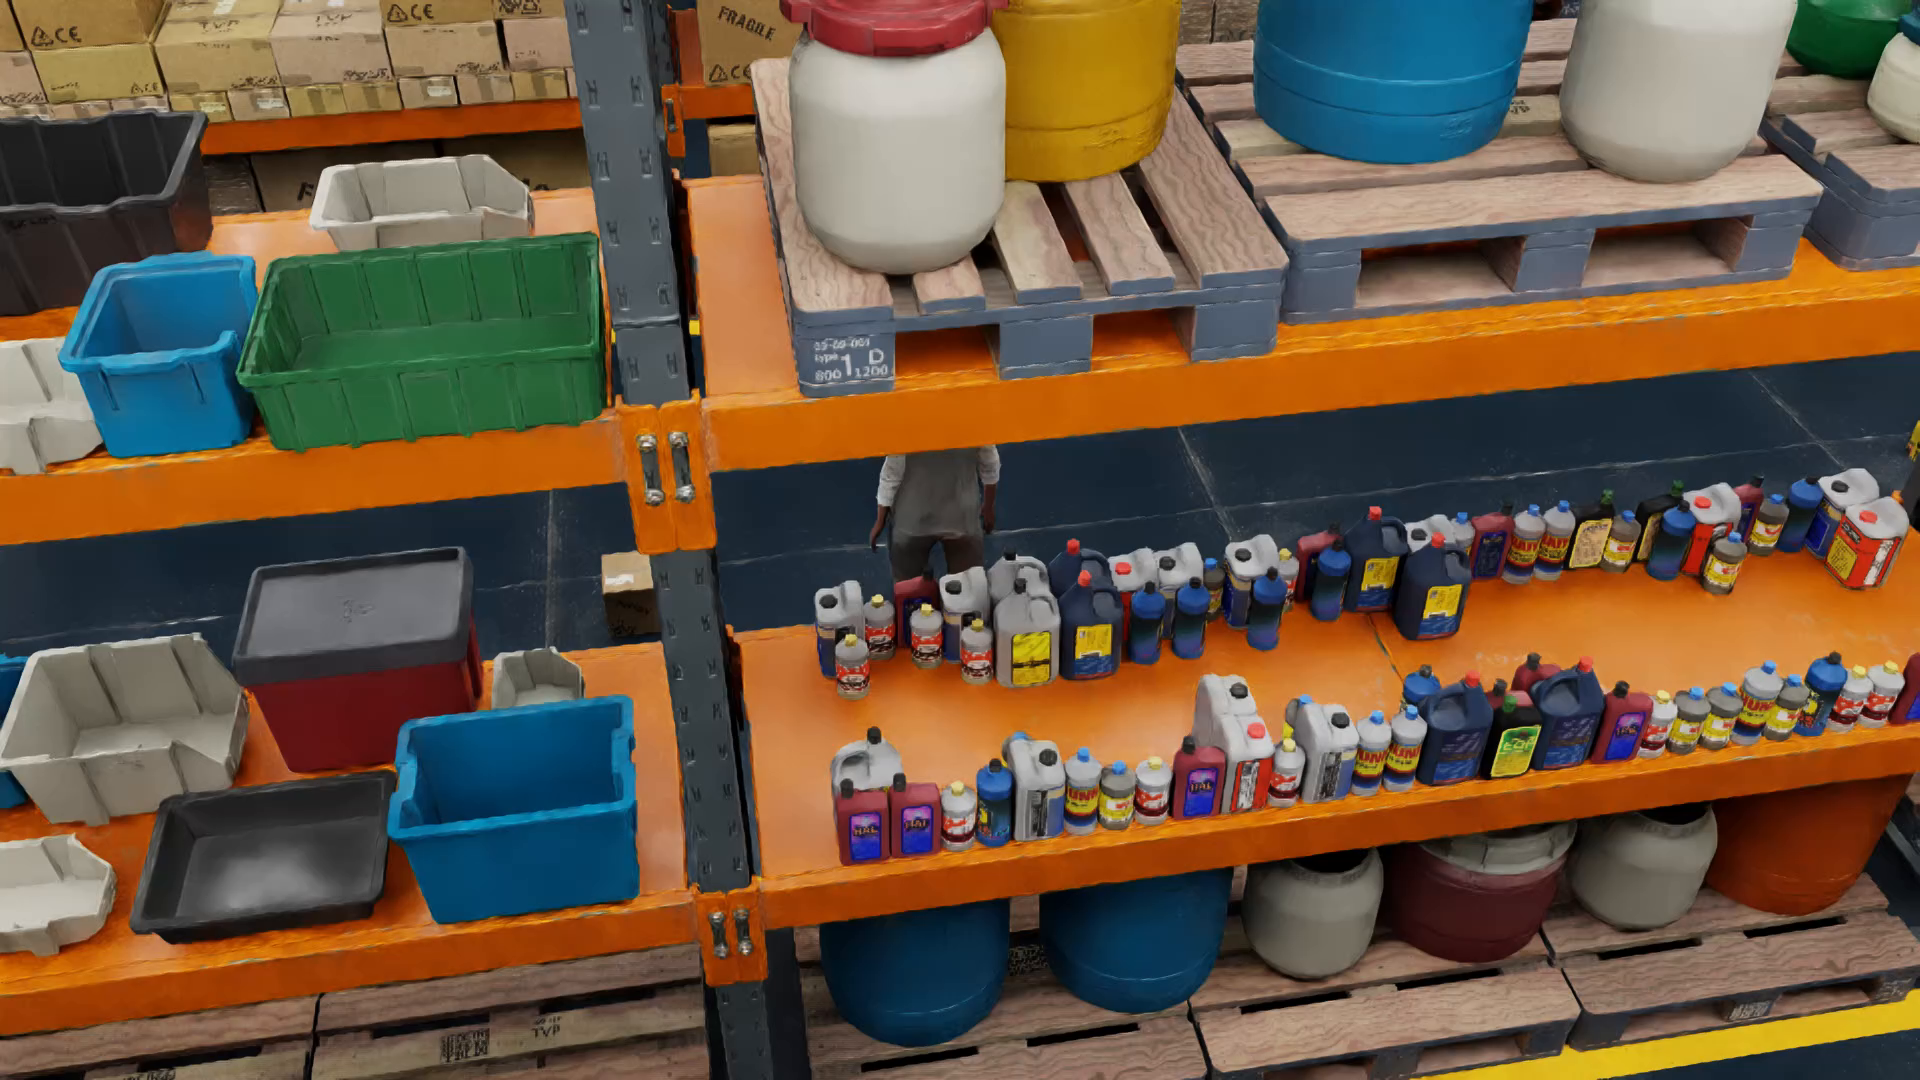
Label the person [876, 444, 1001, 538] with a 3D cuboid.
[{"bbox_3d":[-0.080,-0.305,6.043,0.465,0.538,0.300,-7,40,-8],"label":"person"}]
